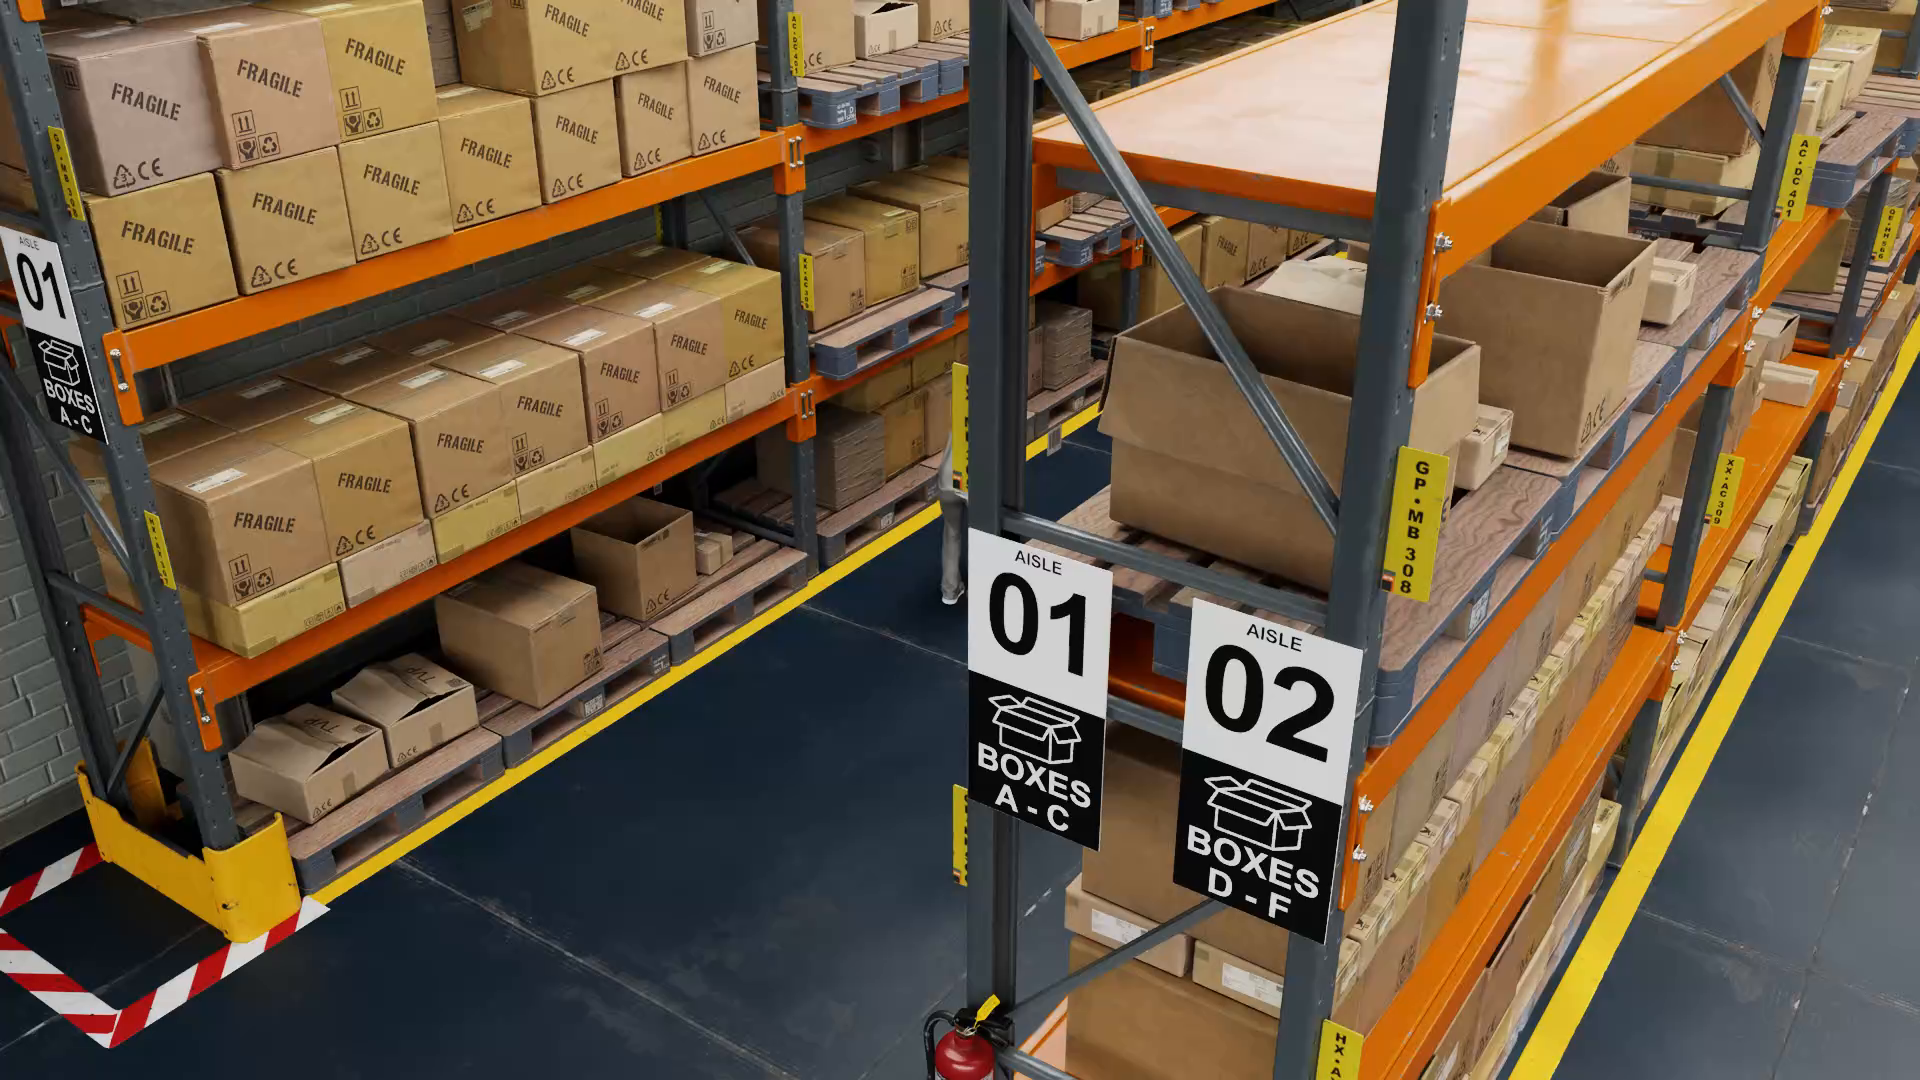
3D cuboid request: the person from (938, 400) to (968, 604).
[{"bbox_3d":[0.097,-0.319,9.919,0.376,1.444,0.645,10,29,18],"label":"person"}]
